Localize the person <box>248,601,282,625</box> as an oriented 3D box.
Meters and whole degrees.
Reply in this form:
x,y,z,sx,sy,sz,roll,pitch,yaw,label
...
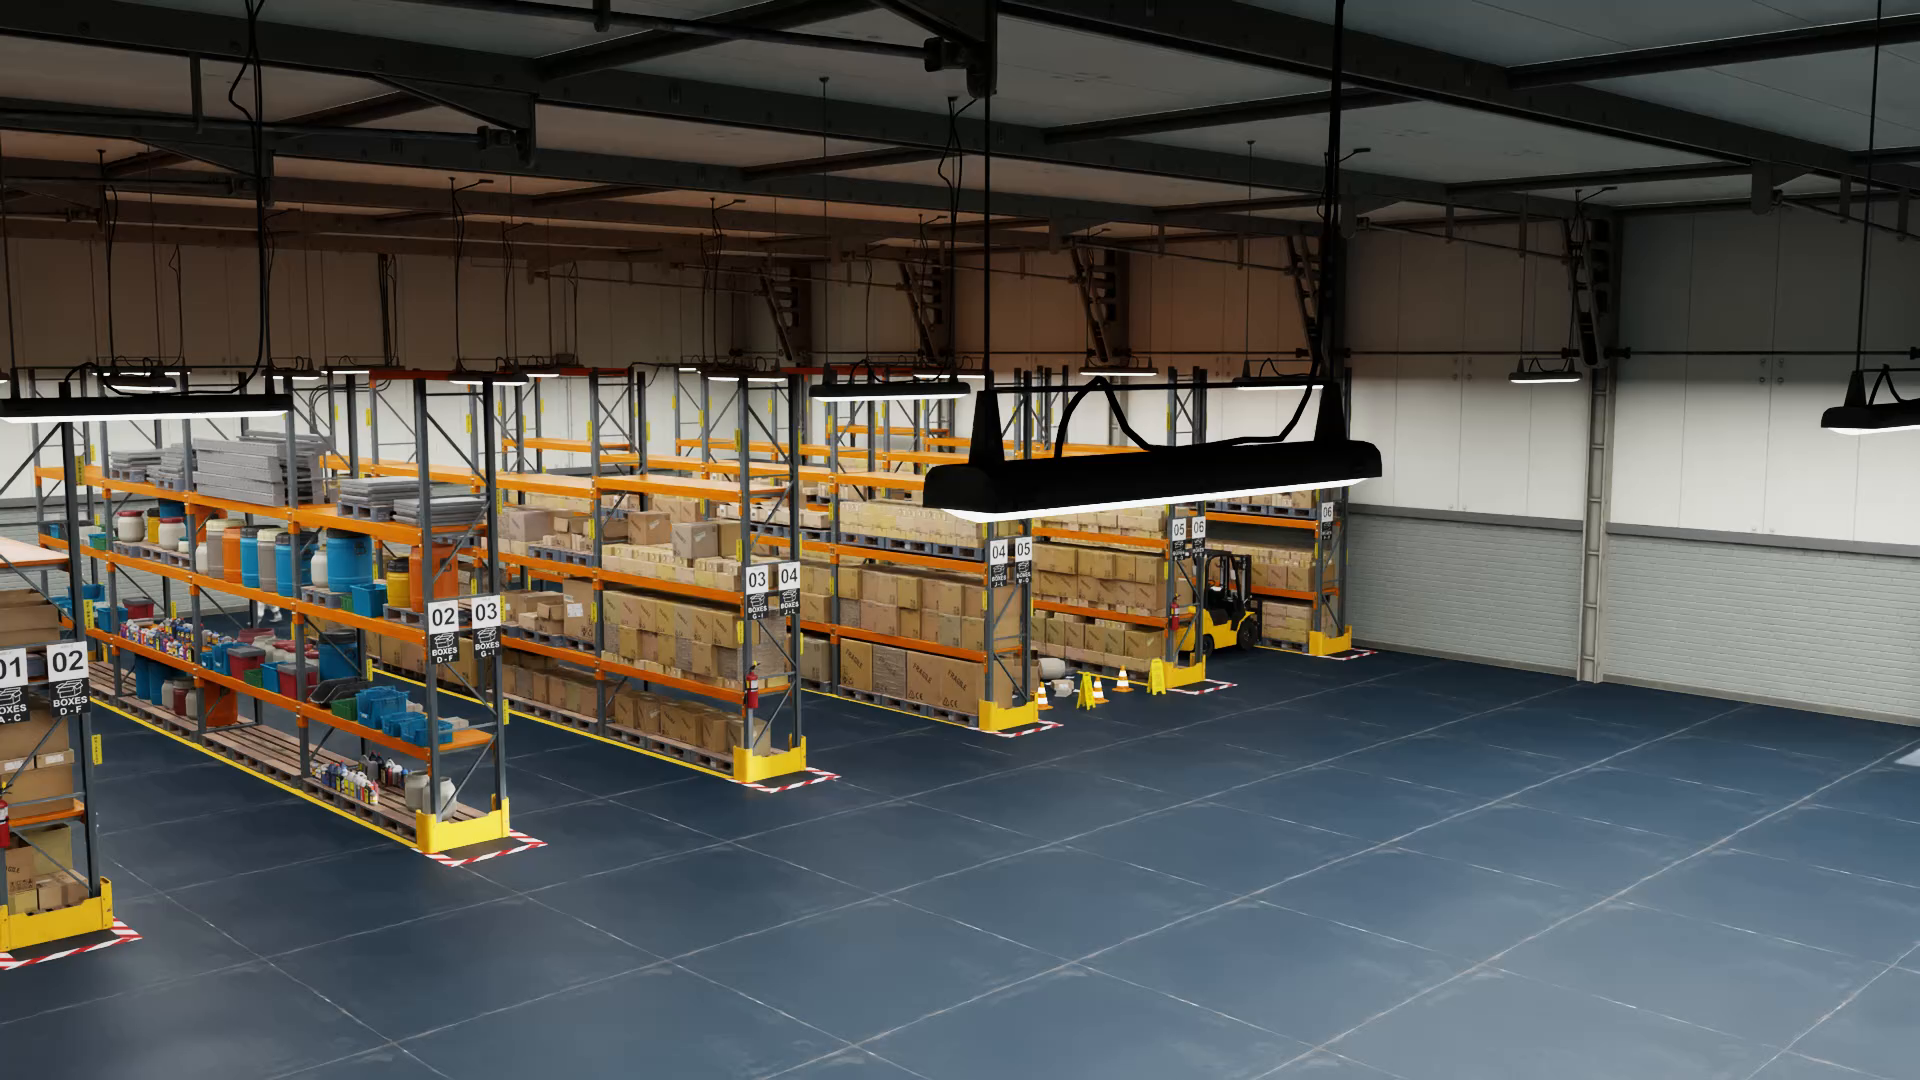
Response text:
x,y,z,sx,sy,sz,roll,pitch,yaw,label
-16.172,1.103,38.560,0.545,1.752,0.983,4,8,32,person
